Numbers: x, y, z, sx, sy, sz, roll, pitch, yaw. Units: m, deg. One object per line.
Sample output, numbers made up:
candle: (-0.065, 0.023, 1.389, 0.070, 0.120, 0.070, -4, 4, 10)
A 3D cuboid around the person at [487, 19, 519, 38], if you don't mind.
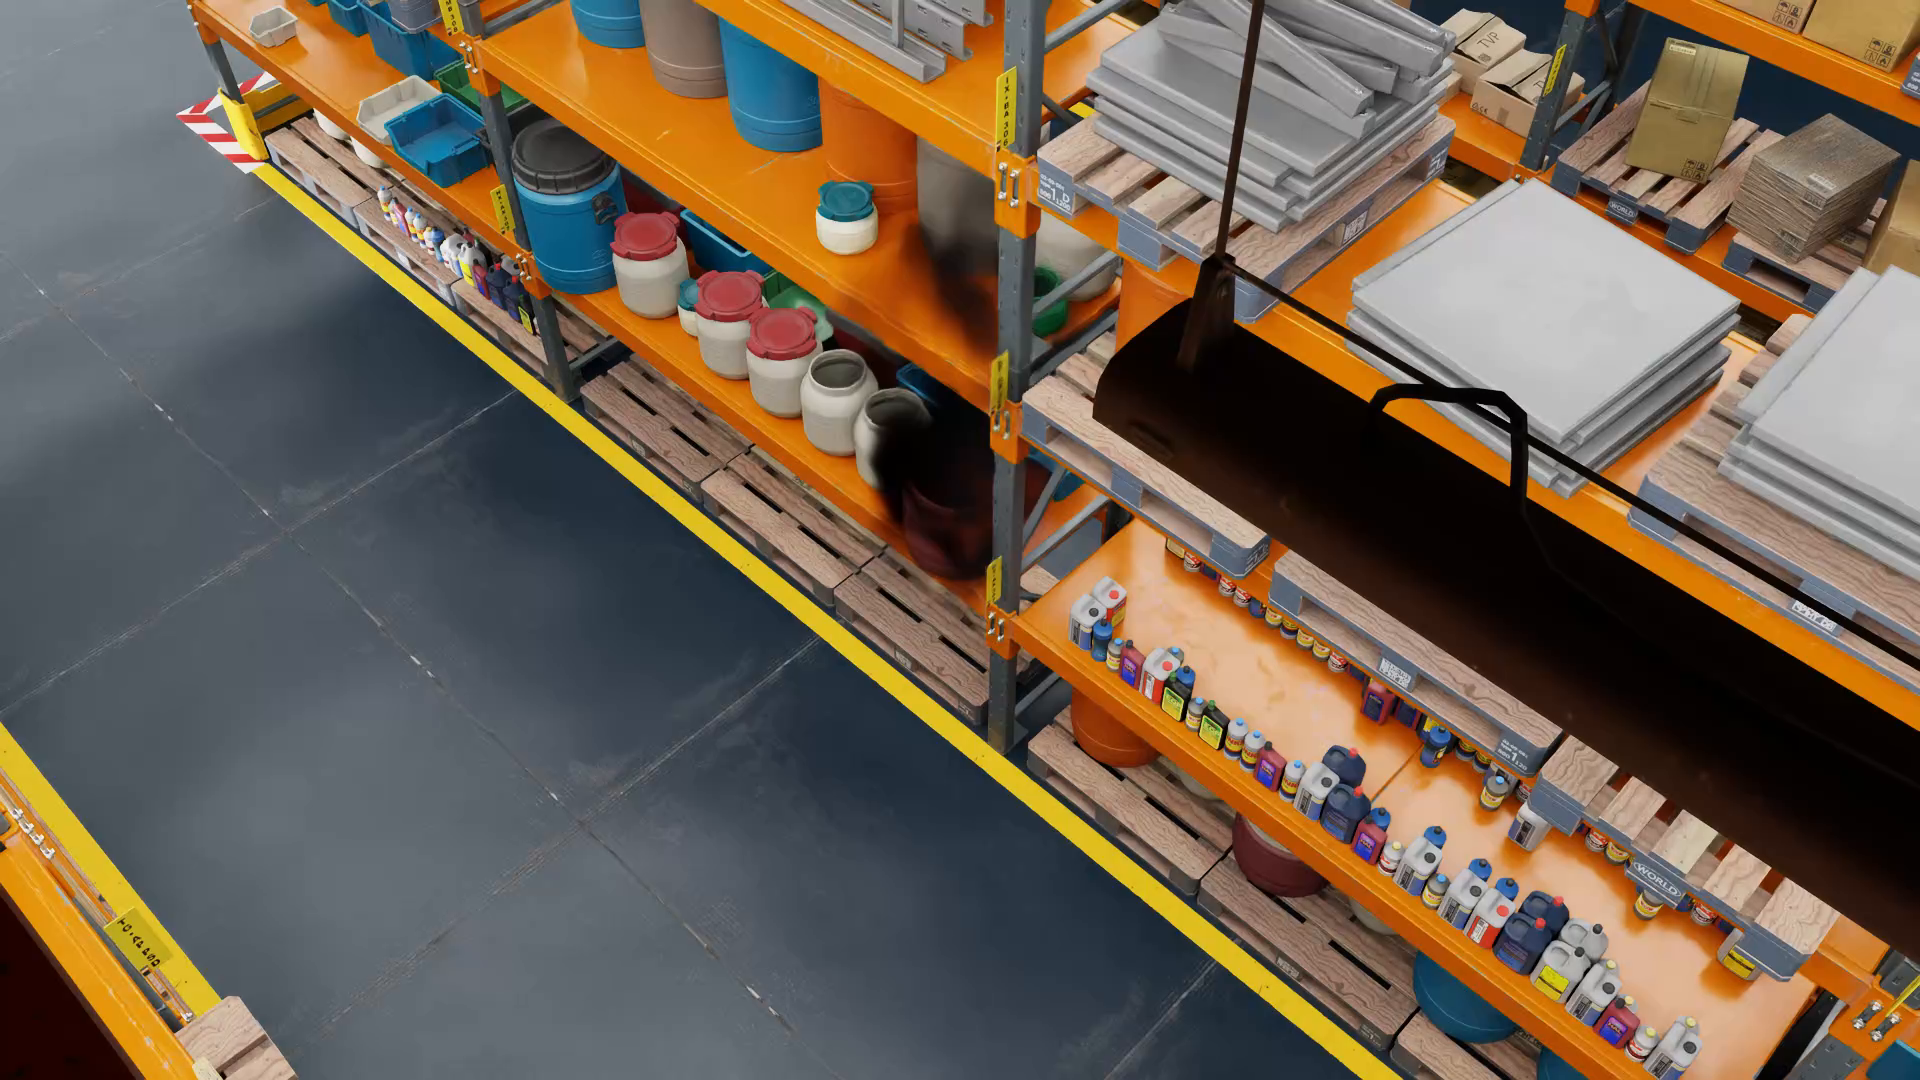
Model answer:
person: (-3.479, -4.090, 12.675, 0.863, 1.758, 0.682, 34, 58, 25)
